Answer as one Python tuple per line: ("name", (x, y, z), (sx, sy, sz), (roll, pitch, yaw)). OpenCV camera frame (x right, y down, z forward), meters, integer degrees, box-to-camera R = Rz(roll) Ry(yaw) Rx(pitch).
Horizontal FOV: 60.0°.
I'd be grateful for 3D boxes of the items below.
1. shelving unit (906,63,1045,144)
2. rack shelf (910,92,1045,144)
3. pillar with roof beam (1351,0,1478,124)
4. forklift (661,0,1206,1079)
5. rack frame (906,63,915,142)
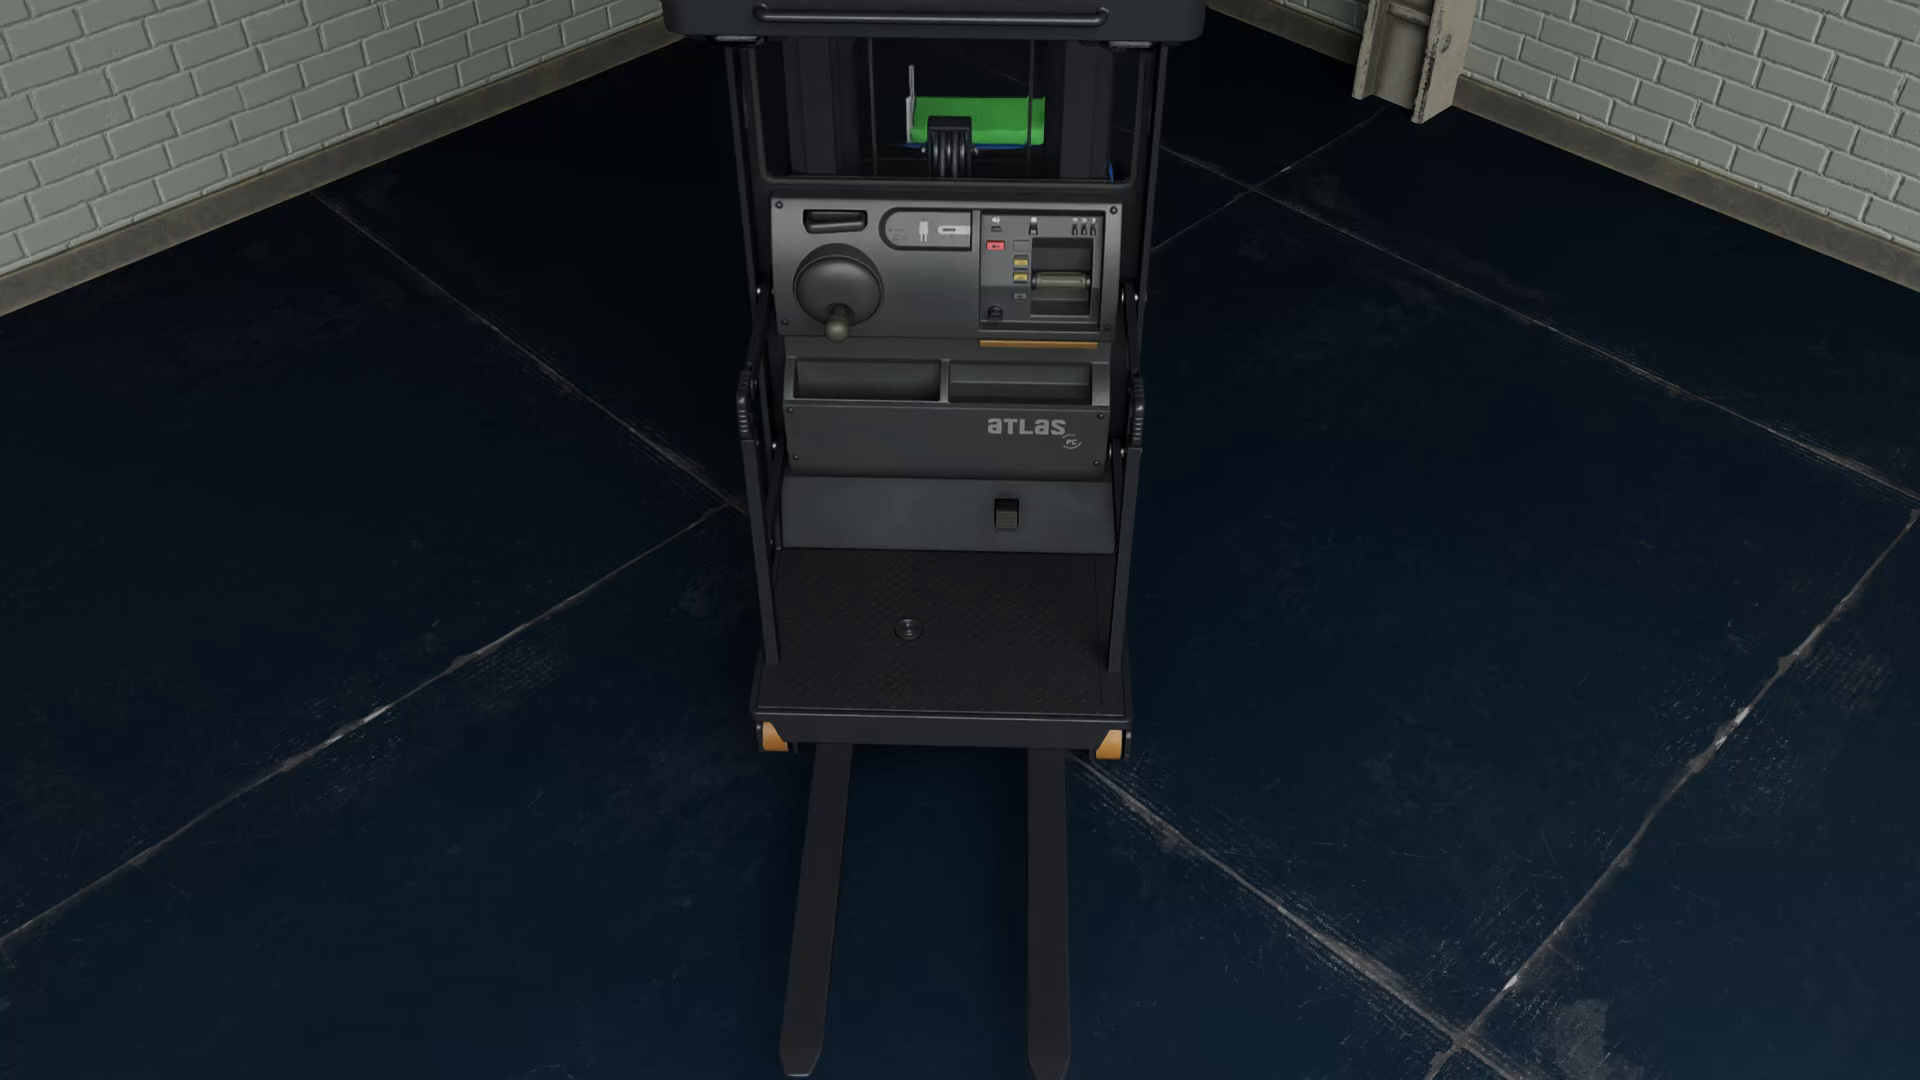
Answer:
("shelving unit", (0.073, -1.129, 6.088), (0.503, 1.200, 0.258), (1, 43, 1))
("rack shelf", (0.073, -1.435, 5.806), (0.480, 0.148, 0.258), (1, 43, 1))
("pillar with roof beam", (-0.900, -3.380, 2.777), (9.100, 9.000, 0.400), (-34, 53, -31))
("forklift", (-0.042, -0.638, 4.281), (1.130, 2.935, 3.031), (1, 43, 1))
("rack frame", (-0.170, -1.134, 6.093), (0.015, 1.200, 0.240), (1, 43, 1))
